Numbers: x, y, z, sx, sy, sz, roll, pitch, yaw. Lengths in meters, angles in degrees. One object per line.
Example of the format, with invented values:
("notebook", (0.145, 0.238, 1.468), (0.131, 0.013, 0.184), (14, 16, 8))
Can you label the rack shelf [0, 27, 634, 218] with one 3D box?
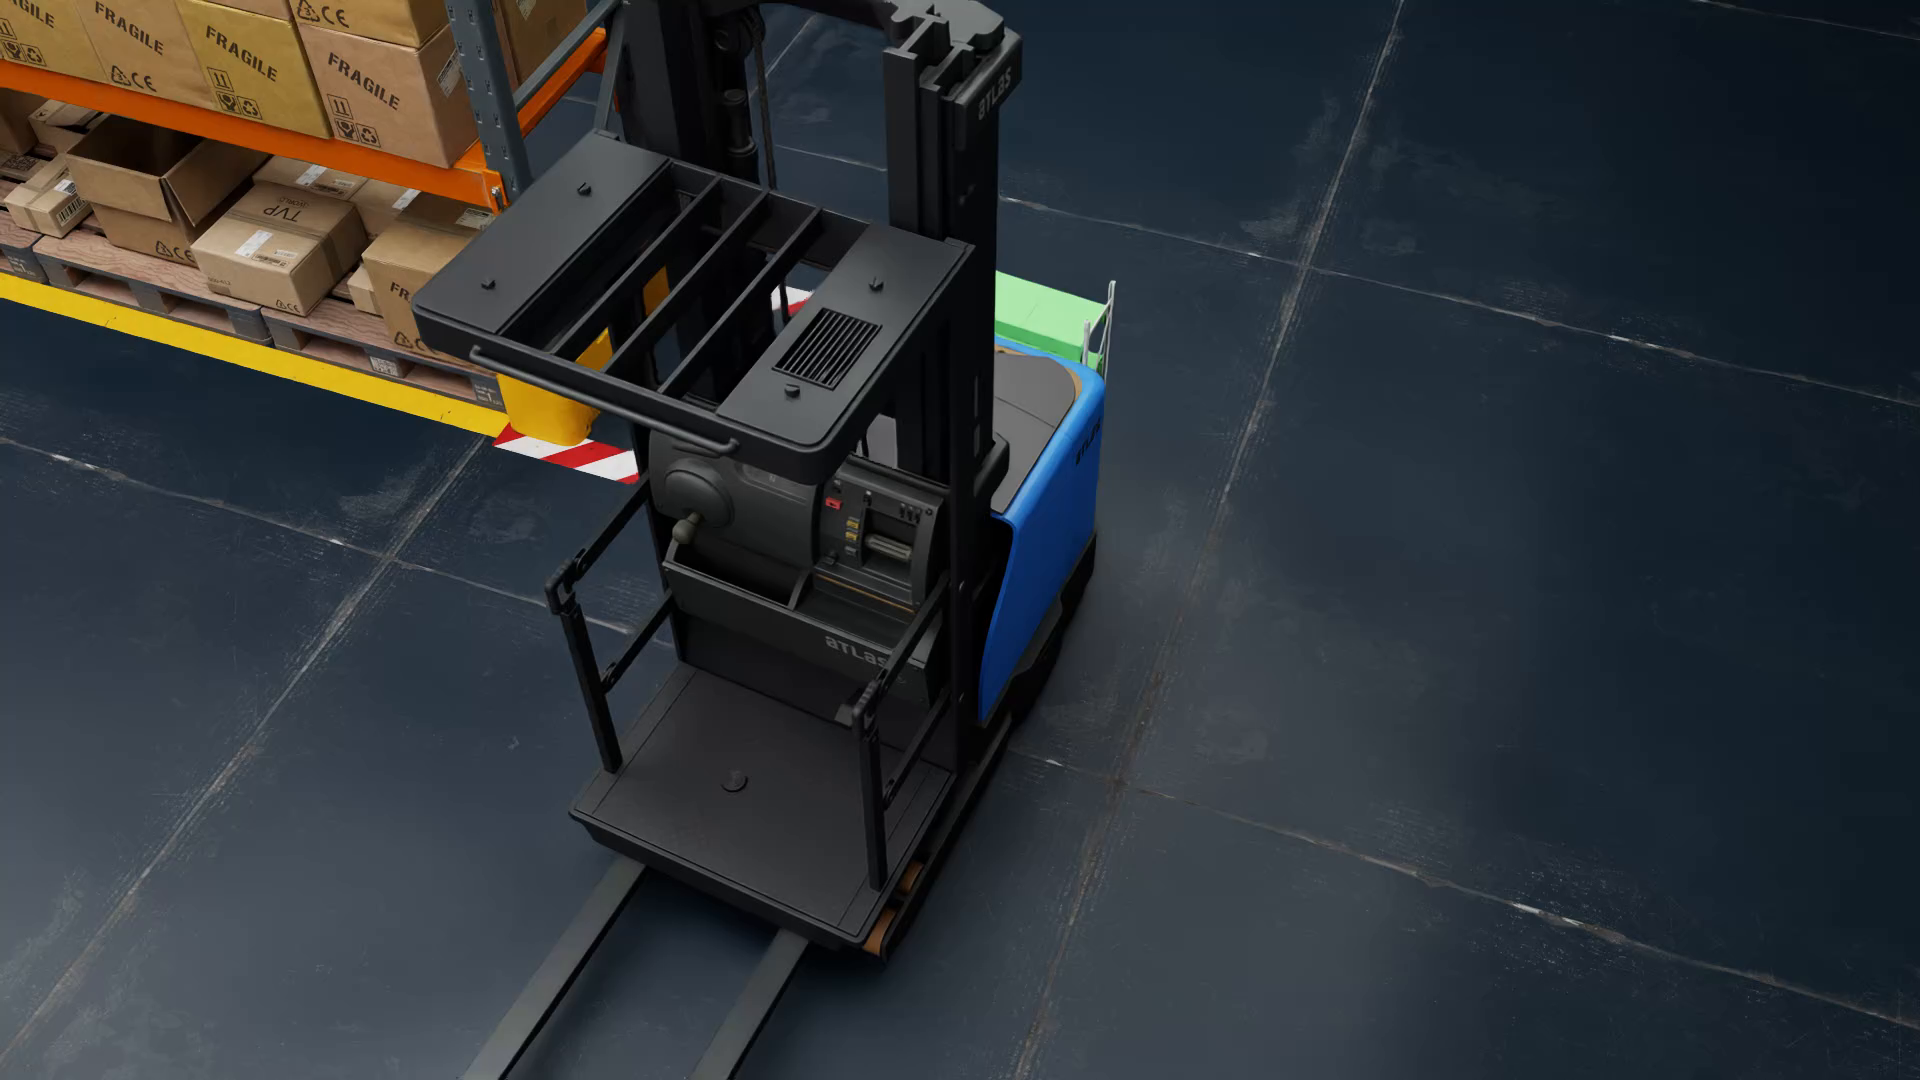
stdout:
("rack shelf", (-3.362, -2.087, 6.916), (4.000, 0.370, 1.077), (16, 51, 13))

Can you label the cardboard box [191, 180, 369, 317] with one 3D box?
("cardboard box", (-2.962, -1.280, 7.269), (0.500, 0.250, 0.500), (16, 51, 13))

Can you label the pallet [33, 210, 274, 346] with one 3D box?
("pallet", (-3.446, -1.434, 7.720), (1.213, 0.211, 1.003), (16, 51, 13))

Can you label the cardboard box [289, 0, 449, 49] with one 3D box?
("cardboard box", (-1.999, -2.080, 5.707), (0.500, 0.500, 0.500), (15, 51, 13))

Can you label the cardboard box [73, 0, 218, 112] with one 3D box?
("cardboard box", (-2.954, -2.023, 6.319), (0.500, 0.500, 0.500), (16, 51, 13))

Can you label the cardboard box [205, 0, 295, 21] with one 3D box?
("cardboard box", (-2.473, -2.212, 5.821), (0.500, 0.500, 0.500), (17, 51, 14))

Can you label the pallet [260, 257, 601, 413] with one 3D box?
("pallet", (-2.305, -1.113, 7.442), (1.213, 0.211, 1.003), (16, 51, 13))

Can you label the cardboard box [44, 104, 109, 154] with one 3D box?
("cardboard box", (-3.902, -1.965, 7.823), (0.500, 0.311, 0.500), (16, 51, 13))

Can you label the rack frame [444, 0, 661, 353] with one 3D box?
("rack frame", (-1.486, -1.798, 6.190), (0.127, 3.000, 1.000), (16, 51, 13))

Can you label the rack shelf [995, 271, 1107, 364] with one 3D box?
("rack shelf", (0.265, -0.785, 5.952), (0.480, 0.148, 0.258), (20, 52, 17))

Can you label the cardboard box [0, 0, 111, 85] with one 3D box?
("cardboard box", (-3.427, -2.156, 6.434), (0.500, 0.500, 0.500), (15, 51, 13))

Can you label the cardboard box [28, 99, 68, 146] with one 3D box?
("cardboard box", (-4.233, -2.053, 8.006), (0.250, 0.149, 0.380), (16, 51, 13))

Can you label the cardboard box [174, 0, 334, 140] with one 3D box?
("cardboard box", (-2.488, -1.889, 6.203), (0.500, 0.500, 0.500), (16, 51, 13))

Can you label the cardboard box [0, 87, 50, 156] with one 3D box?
("cardboard box", (-4.605, -2.223, 7.921), (0.500, 0.500, 0.500), (16, 51, 13))

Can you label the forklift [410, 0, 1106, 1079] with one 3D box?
("forklift", (-0.583, 0.007, 4.671), (1.130, 2.935, 3.031), (20, 52, 17))

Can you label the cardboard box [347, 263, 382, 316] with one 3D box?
("cardboard box", (-2.430, -1.152, 7.214), (0.250, 0.166, 0.380), (16, 51, 13))

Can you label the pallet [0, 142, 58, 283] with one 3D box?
("pallet", (-4.594, -1.752, 7.996), (1.213, 0.211, 1.003), (16, 51, 13))

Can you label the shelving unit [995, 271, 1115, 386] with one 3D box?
("shelving unit", (0.265, -0.512, 6.266), (0.503, 1.200, 0.258), (20, 52, 17))

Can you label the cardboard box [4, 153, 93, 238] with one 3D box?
("cardboard box", (-4.104, -1.579, 7.584), (0.250, 0.166, 0.380), (16, 51, 13))

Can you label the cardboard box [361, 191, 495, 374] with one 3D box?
("cardboard box", (-2.081, -1.092, 6.941), (0.500, 0.500, 0.500), (16, 51, 13))

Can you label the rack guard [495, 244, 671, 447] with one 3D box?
("rack guard", (-1.557, -1.000, 7.152), (0.348, 0.500, 1.175), (16, 51, 13))

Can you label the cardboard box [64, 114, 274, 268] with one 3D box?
("cardboard box", (-3.474, -1.684, 7.452), (0.637, 0.503, 0.797), (16, 51, 13))

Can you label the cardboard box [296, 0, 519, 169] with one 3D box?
("cardboard box", (-2.000, -1.756, 6.087), (0.500, 0.500, 0.500), (17, 51, 14))

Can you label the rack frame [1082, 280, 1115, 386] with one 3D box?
("rack frame", (0.484, -0.431, 6.196), (0.015, 1.200, 0.240), (20, 52, 17))

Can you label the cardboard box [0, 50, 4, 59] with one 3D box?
("cardboard box", (-3.904, -2.288, 6.548), (0.500, 0.500, 0.500), (15, 51, 13))

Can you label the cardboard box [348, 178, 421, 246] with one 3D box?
("cardboard box", (-2.366, -1.516, 7.474), (0.500, 0.250, 0.500), (16, 51, 13))

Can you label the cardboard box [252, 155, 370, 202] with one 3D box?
("cardboard box", (-2.835, -1.647, 7.588), (0.500, 0.250, 0.500), (16, 51, 13))

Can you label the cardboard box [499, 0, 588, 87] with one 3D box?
("cardboard box", (-1.811, -2.134, 6.415), (0.500, 0.500, 0.500), (17, 51, 14))

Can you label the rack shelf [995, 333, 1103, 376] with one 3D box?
("rack shelf", (0.265, -0.627, 6.133), (0.480, 0.148, 0.258), (20, 52, 17))
